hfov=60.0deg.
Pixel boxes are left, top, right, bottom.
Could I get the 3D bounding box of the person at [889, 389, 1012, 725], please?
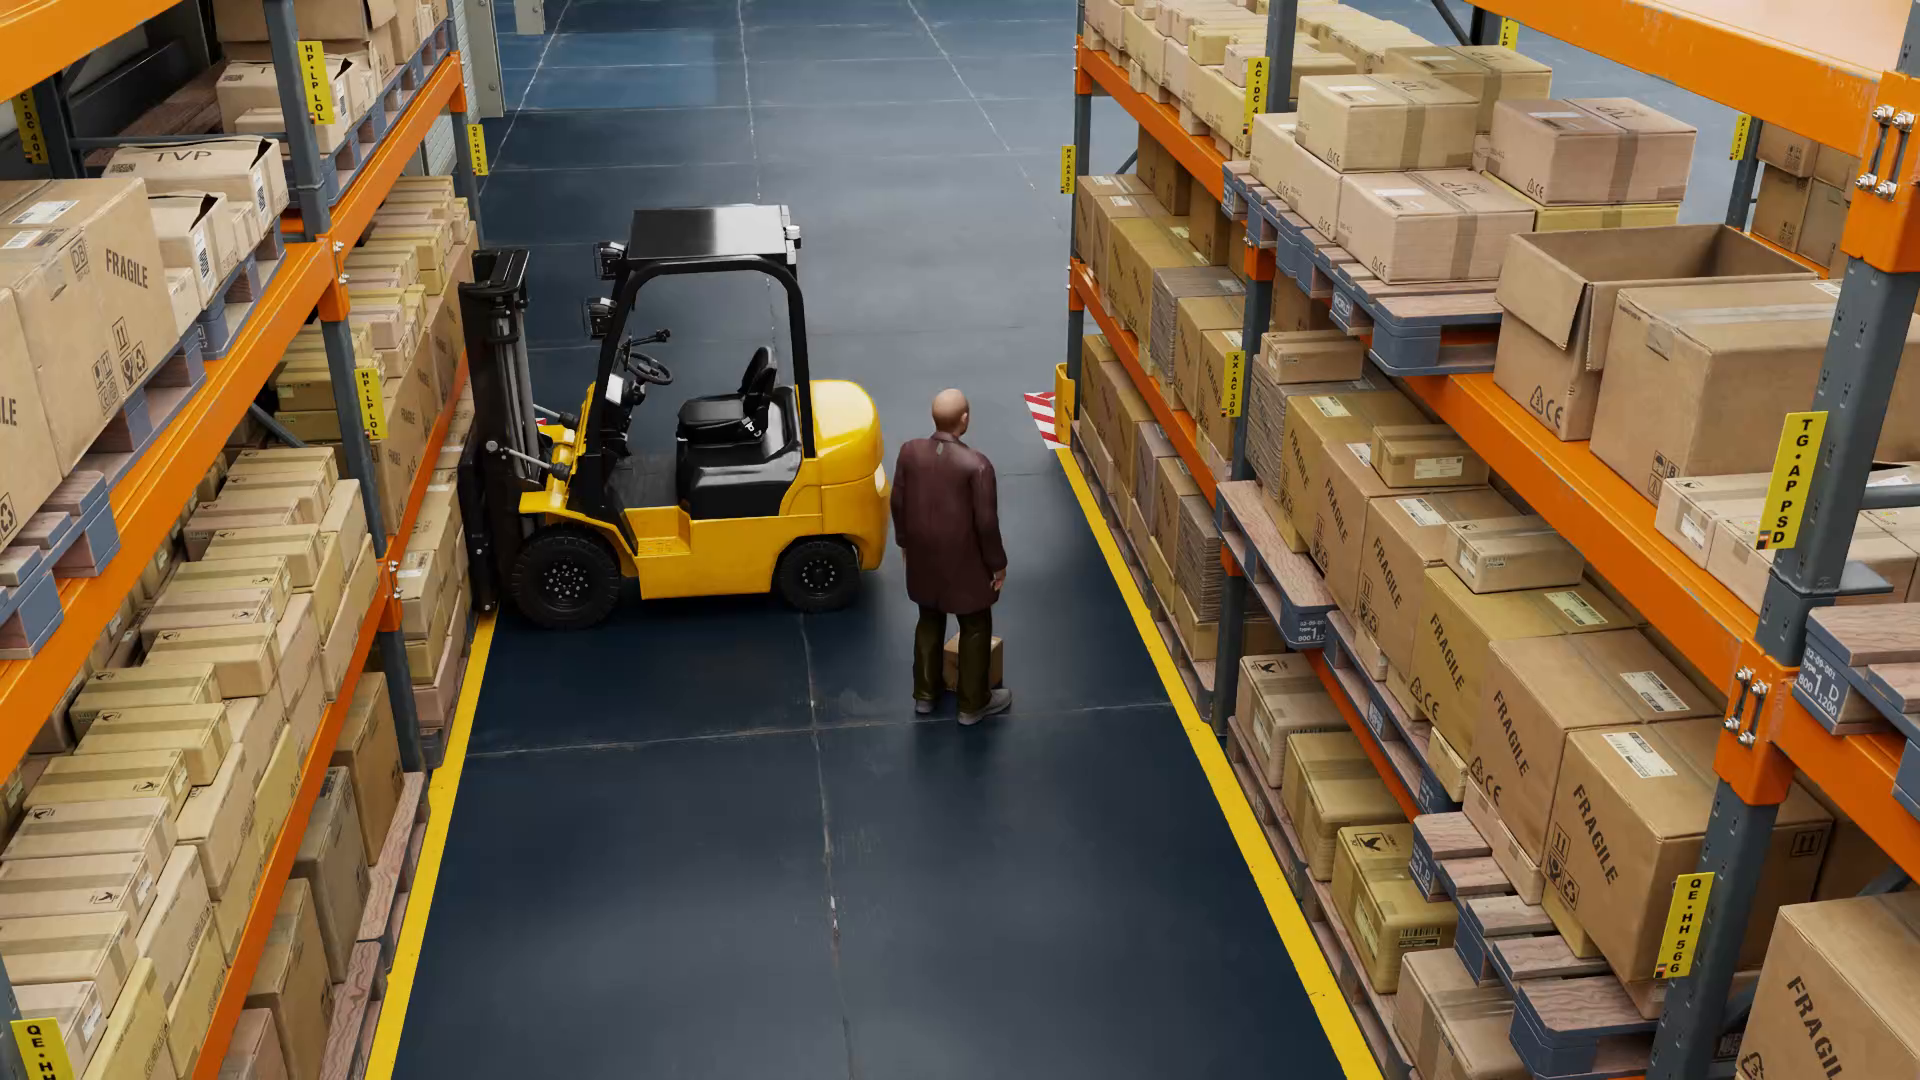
[{"bbox_3d":[-0.051,0.088,8.460,0.645,1.773,0.425,13,30,24],"label":"person"}]
